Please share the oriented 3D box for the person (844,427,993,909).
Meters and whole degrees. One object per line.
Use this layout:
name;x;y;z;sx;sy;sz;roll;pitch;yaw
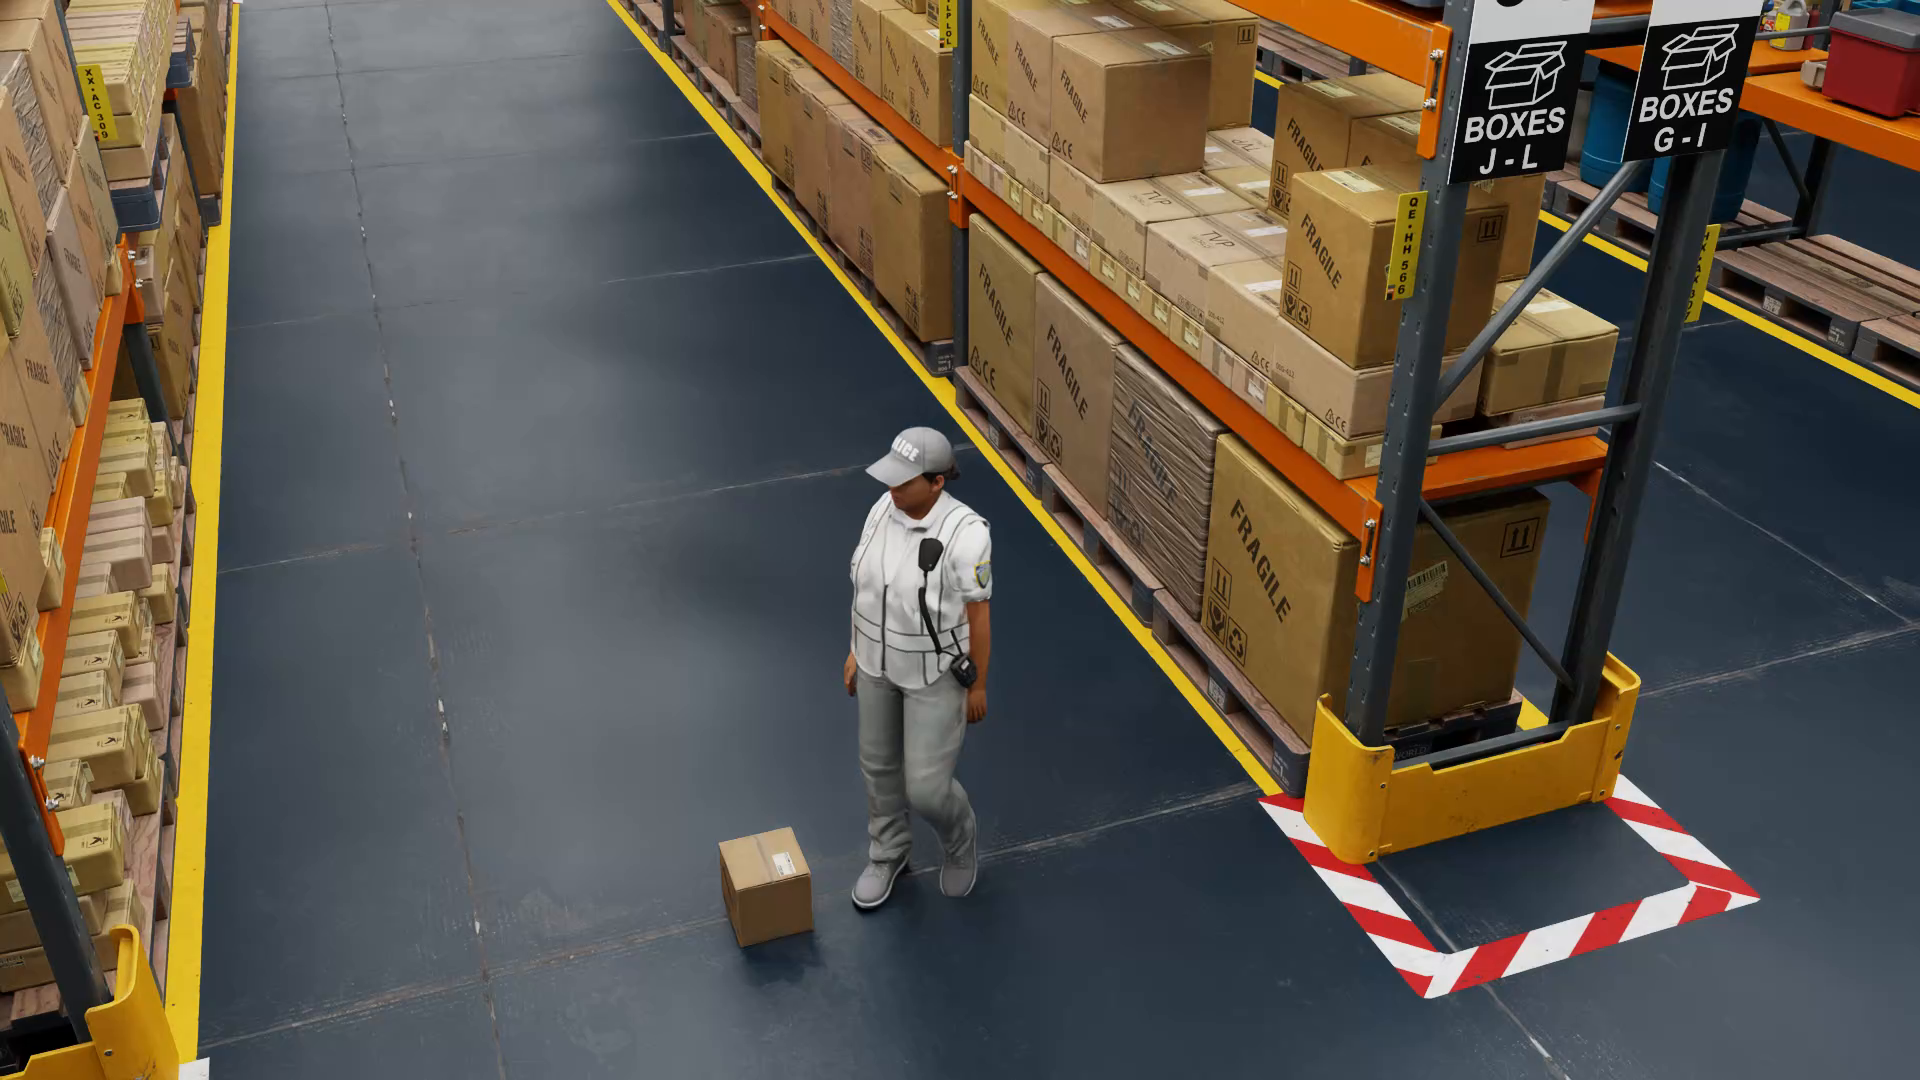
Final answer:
person;-0.175;0.450;5.362;0.512;1.697;0.489;19;35;30
